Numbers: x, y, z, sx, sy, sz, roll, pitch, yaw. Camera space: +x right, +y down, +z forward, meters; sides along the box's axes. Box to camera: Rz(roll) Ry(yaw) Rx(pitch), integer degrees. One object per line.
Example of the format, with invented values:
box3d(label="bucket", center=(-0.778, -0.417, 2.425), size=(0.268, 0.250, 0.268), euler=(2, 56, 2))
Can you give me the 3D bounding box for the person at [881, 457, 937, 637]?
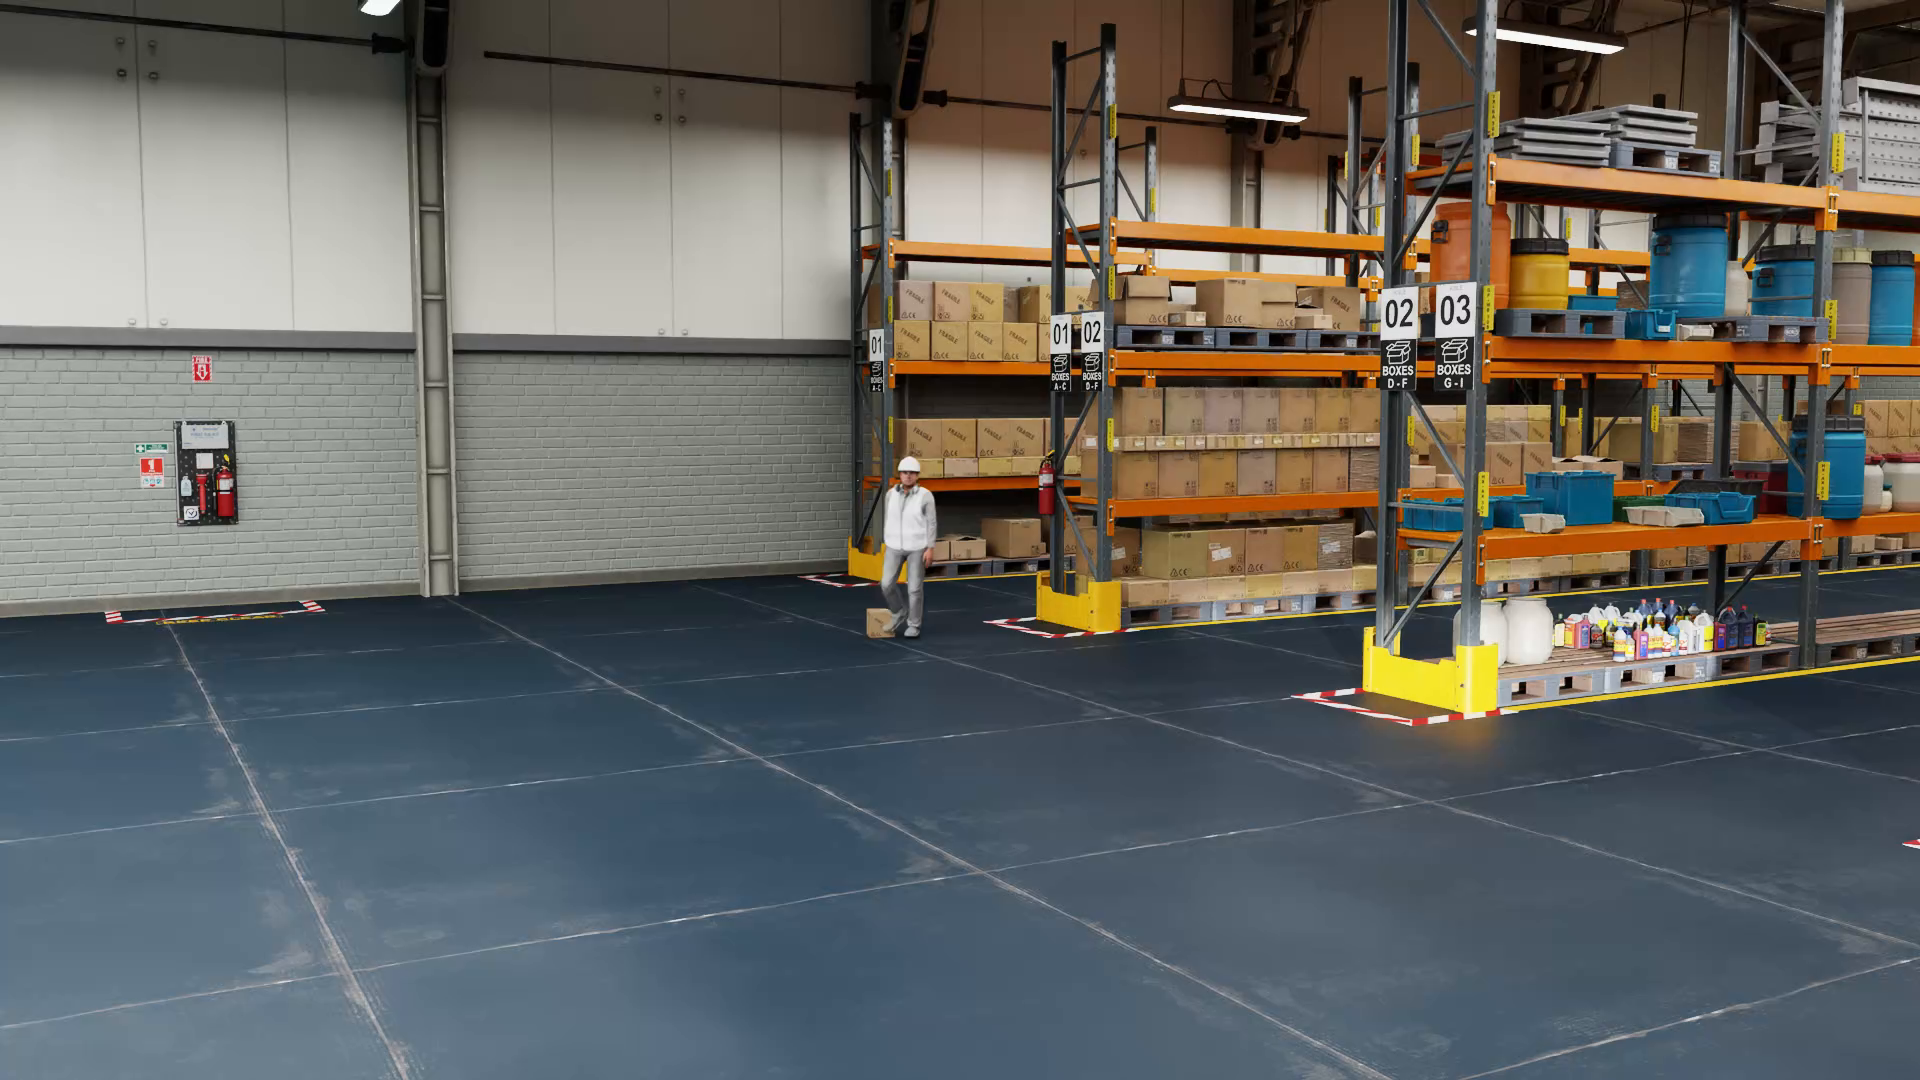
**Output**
box3d(label="person", center=(-0.492, 0.069, 16.103), size=(0.566, 1.758, 0.493), euler=(1, 5, 15))
